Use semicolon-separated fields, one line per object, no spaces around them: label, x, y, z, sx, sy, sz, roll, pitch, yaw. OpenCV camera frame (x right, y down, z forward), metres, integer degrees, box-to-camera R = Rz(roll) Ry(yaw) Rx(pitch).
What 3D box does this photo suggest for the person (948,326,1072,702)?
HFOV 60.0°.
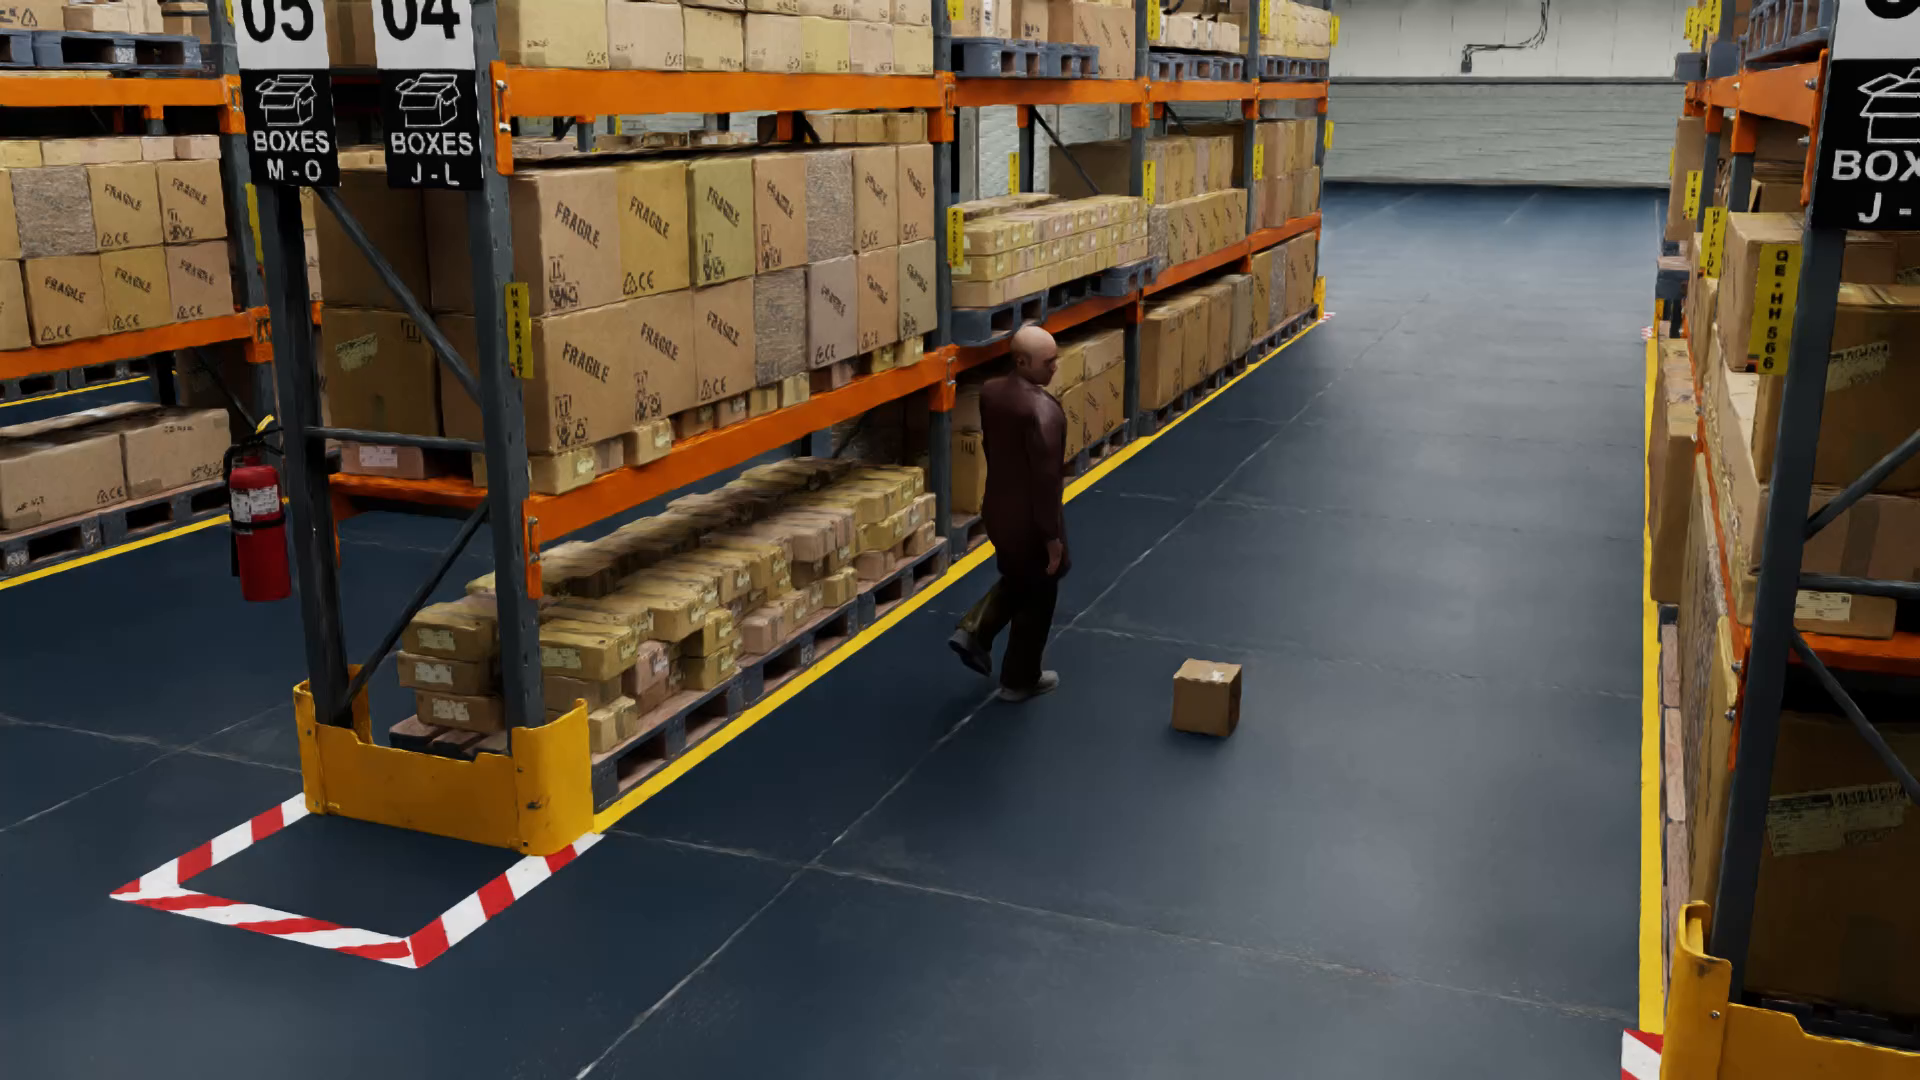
person;0.299;-0.090;7.410;0.600;1.761;0.651;-10;18;-32
